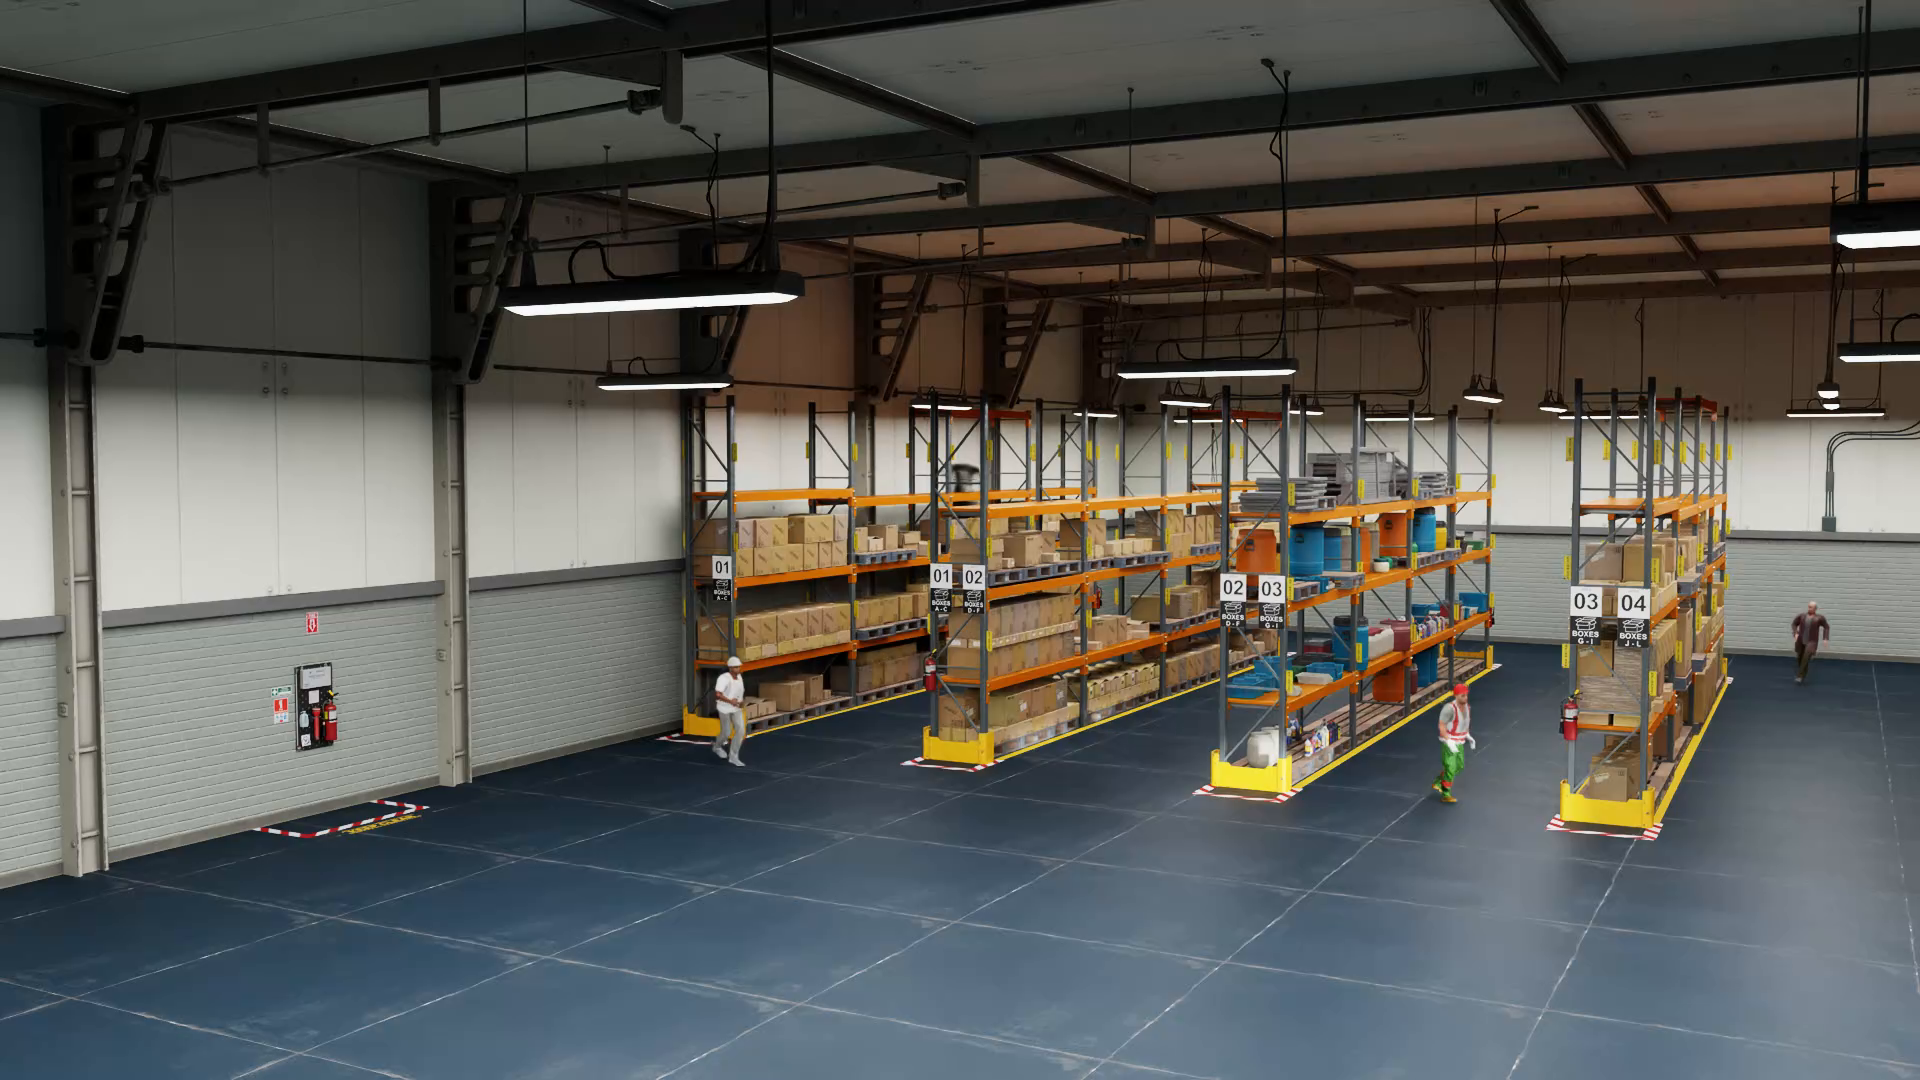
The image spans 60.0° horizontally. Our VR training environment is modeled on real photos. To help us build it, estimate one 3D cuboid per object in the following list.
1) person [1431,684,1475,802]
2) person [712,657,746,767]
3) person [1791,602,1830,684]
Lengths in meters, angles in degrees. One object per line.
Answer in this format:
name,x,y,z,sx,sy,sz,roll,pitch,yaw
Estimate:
person,7.012,2.891,23.810,0.635,1.729,0.792,-2,4,-31
person,-3.762,2.729,26.647,0.834,1.747,0.653,3,4,43
person,18.175,2.211,35.625,0.746,1.770,1.070,3,4,45
